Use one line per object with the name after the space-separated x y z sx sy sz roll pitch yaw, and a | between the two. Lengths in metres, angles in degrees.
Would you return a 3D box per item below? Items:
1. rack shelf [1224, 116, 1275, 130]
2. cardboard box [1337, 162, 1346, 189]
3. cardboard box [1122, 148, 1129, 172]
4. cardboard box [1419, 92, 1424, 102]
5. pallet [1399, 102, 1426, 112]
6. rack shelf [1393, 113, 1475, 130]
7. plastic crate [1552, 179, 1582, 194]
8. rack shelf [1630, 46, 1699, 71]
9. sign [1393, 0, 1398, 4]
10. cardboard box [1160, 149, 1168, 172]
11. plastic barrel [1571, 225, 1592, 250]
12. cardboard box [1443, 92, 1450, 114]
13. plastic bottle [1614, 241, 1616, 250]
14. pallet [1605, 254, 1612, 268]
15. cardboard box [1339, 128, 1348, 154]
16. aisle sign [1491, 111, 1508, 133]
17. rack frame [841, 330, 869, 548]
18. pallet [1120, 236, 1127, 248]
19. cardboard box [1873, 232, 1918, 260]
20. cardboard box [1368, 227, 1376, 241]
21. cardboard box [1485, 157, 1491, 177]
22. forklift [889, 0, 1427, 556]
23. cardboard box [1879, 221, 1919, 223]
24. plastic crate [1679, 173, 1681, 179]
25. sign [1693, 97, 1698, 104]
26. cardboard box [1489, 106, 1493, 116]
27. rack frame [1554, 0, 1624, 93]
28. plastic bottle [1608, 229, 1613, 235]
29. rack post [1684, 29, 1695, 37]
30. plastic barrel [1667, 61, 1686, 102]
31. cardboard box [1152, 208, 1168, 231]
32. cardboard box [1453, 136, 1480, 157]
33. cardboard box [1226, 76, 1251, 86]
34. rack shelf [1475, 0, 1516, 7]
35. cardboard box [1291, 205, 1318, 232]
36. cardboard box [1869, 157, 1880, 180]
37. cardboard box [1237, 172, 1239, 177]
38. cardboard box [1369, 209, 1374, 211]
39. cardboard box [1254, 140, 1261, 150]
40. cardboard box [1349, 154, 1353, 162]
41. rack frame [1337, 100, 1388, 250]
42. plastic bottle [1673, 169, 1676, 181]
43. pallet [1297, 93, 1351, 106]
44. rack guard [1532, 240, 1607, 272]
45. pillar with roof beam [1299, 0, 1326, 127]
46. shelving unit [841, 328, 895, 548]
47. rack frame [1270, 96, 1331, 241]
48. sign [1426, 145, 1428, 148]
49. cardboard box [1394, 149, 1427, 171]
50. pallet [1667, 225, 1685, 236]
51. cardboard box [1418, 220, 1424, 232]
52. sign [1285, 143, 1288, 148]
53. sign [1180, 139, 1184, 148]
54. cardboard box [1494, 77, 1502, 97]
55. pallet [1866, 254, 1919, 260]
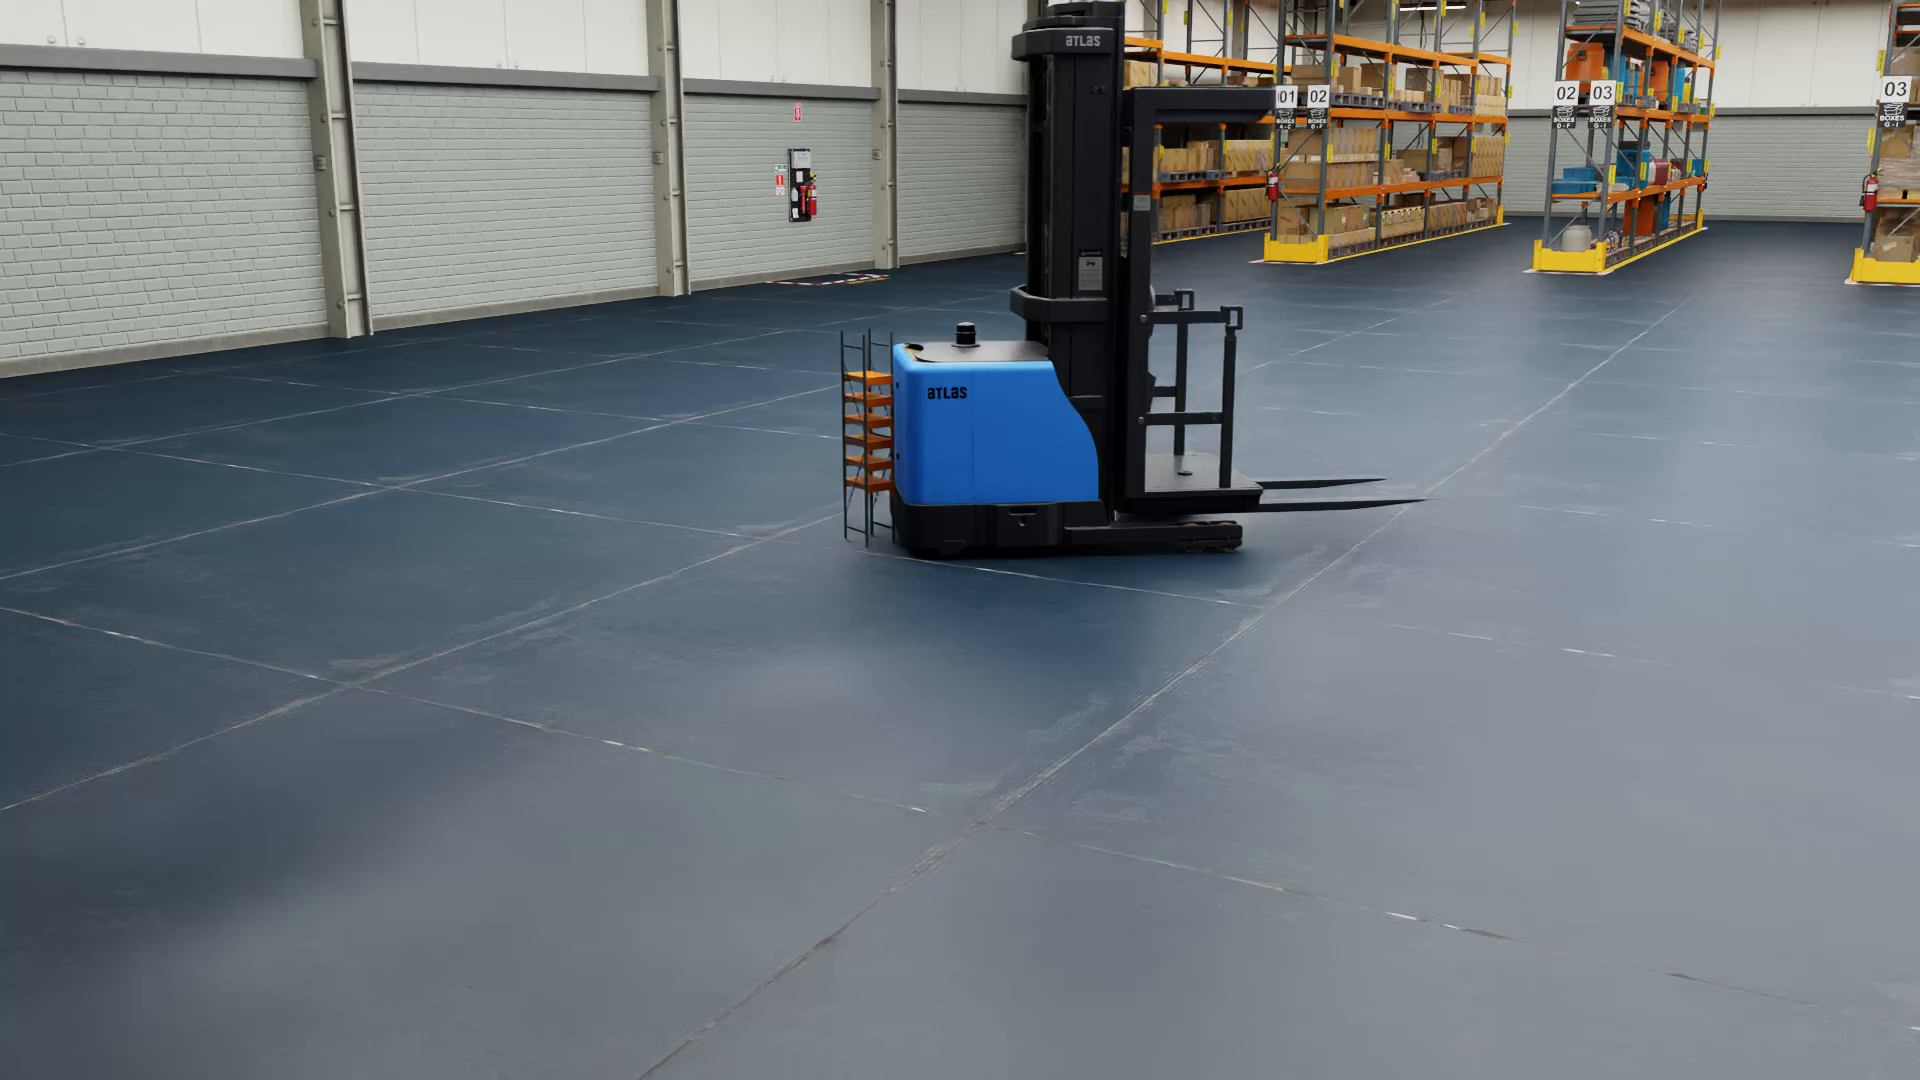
6.839 -10.458 41.646 1.077 0.370 4.000 7 15 28 | rack shelf
7.075 -7.090 32.327 0.700 0.500 0.500 7 15 28 | cardboard box
3.241 -7.976 34.893 0.500 0.500 0.500 8 16 30 | cardboard box
10.041 -9.868 37.091 0.500 0.250 0.500 6 15 24 | cardboard box
9.423 -9.366 35.985 1.003 0.211 1.213 8 16 31 | pallet
11.178 -9.897 39.321 1.077 0.370 4.000 7 15 28 | rack shelf
10.658 -6.239 29.331 0.499 0.251 0.616 7 15 28 | plastic crate
15.512 -10.599 36.686 1.077 0.370 4.000 7 15 28 | rack shelf
8.751 -10.937 33.370 0.100 0.325 0.005 7 15 28 | sign
4.215 -8.481 37.161 0.700 0.500 0.500 7 15 28 | cardboard box
11.171 -5.416 30.012 0.421 0.512 0.421 0 14 0 | plastic barrel
10.890 -10.190 38.787 0.910 0.500 0.500 7 15 28 | cardboard box
12.188 -5.519 31.056 0.097 0.201 0.097 0 14 0 | plastic bottle
11.071 -5.007 29.850 1.003 0.211 1.213 7 15 28 | pallet
7.098 -7.734 32.231 0.700 0.500 0.500 7 15 28 | cardboard box
14.379 -11.263 44.304 0.394 0.787 0.004 7 15 28 | aisle sign
-0.589 -0.560 9.296 0.006 1.200 0.240 -10 17 -36 | rack frame
3.056 -6.370 35.504 1.003 0.211 1.213 7 15 28 | pallet
15.589 -4.856 27.712 0.500 0.500 0.500 13 19 43 | cardboard box
8.244 -6.305 34.258 0.500 0.250 0.500 7 15 28 | cardboard box
13.363 -9.634 42.880 0.500 0.500 0.500 7 15 27 | cardboard box
1.138 -1.472 9.387 3.031 2.935 1.130 -2 14 -7 | forklift
17.780 -5.767 31.451 0.700 0.500 0.500 6 15 23 | cardboard box
16.829 -8.617 39.312 0.396 0.136 0.243 7 15 28 | plastic crate
16.959 -10.037 38.347 0.100 0.325 0.005 7 15 28 | sign
13.323 -10.964 42.530 0.500 0.250 0.500 7 15 28 | cardboard box
10.678 -9.092 28.044 1.000 3.000 0.127 7 15 28 | rack frame
12.426 -5.773 31.795 0.144 0.351 0.185 7 15 28 | plastic bottle
16.044 -11.348 37.563 0.937 0.300 0.954 7 15 27 | rack post
15.788 -10.176 36.976 0.600 0.901 0.708 7 15 28 | plastic barrel
4.280 -7.270 37.683 0.700 0.500 0.500 8 16 30 | cardboard box
12.619 -9.799 41.430 0.500 0.500 0.500 8 16 29 | cardboard box
7.012 -11.564 41.949 0.500 0.250 0.500 7 15 26 | cardboard box
13.111 -13.792 41.984 1.077 0.370 4.000 7 15 28 | rack shelf
6.813 -6.320 32.718 0.500 0.500 0.500 7 15 28 | cardboard box
15.440 -6.033 27.310 0.875 0.500 0.500 7 15 28 | cardboard box
6.698 -9.083 41.304 0.380 0.149 0.250 8 16 29 | cardboard box
8.711 -7.023 36.039 0.500 0.311 0.500 7 15 28 | cardboard box
7.302 -9.994 42.096 0.500 0.250 0.500 8 16 29 | cardboard box
7.465 -7.472 32.531 0.380 0.149 0.250 8 15 29 | cardboard box
8.277 -7.558 34.483 1.000 3.000 0.127 7 15 28 | rack frame
16.151 -8.281 37.747 0.152 0.276 0.135 7 15 28 | plastic bottle
6.708 -8.295 31.327 1.003 0.211 1.213 7 15 28 | pallet
10.673 -4.981 29.127 1.175 0.500 0.348 7 15 28 | rack guard
14.057 -13.661 46.997 9.100 9.000 0.548 7 15 28 | pillar with roof beam
-0.516 -0.573 9.350 0.189 1.200 0.258 -10 17 -36 | shelving unit
6.343 -6.737 31.079 1.000 3.000 0.127 7 15 28 | rack frame
11.666 -9.680 41.438 0.100 0.325 0.005 7 15 28 | sign
10.417 -8.773 38.415 0.700 0.500 0.500 2 14 9 | cardboard box
16.800 -7.437 39.930 1.003 0.211 1.213 7 15 28 | pallet
10.170 -7.110 37.597 0.500 0.250 0.500 8 16 29 | cardboard box
9.257 -11.104 47.175 0.100 0.325 0.005 7 15 28 | sign
5.385 -9.564 40.334 0.100 0.325 0.005 7 15 28 | sign
13.844 -11.905 43.769 0.700 0.500 0.500 7 15 28 | cardboard box
16.653 -4.937 29.562 1.003 0.211 1.213 7 15 28 | pallet
